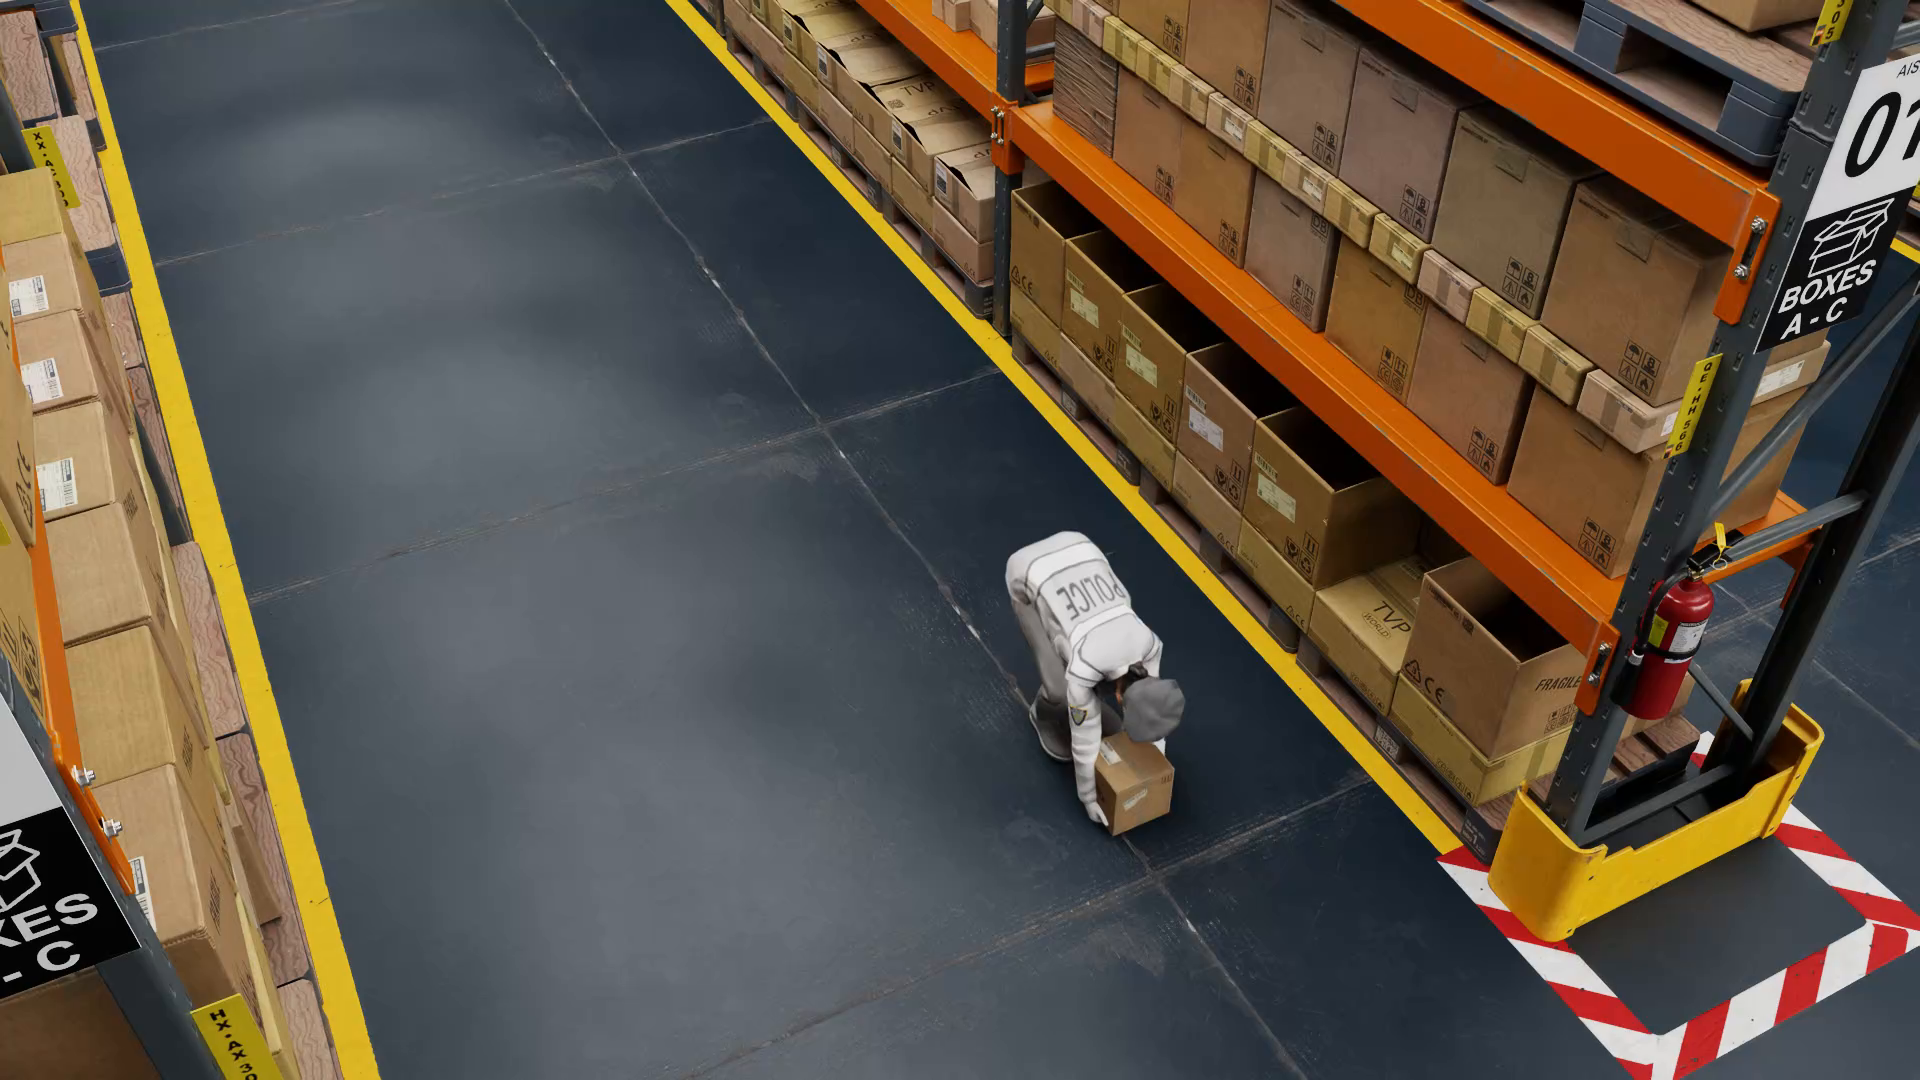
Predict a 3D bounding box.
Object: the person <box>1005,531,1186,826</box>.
[{"bbox_3d":[0.506,0.491,6.221,0.452,0.848,0.885,-21,46,-22],"label":"person"}]
